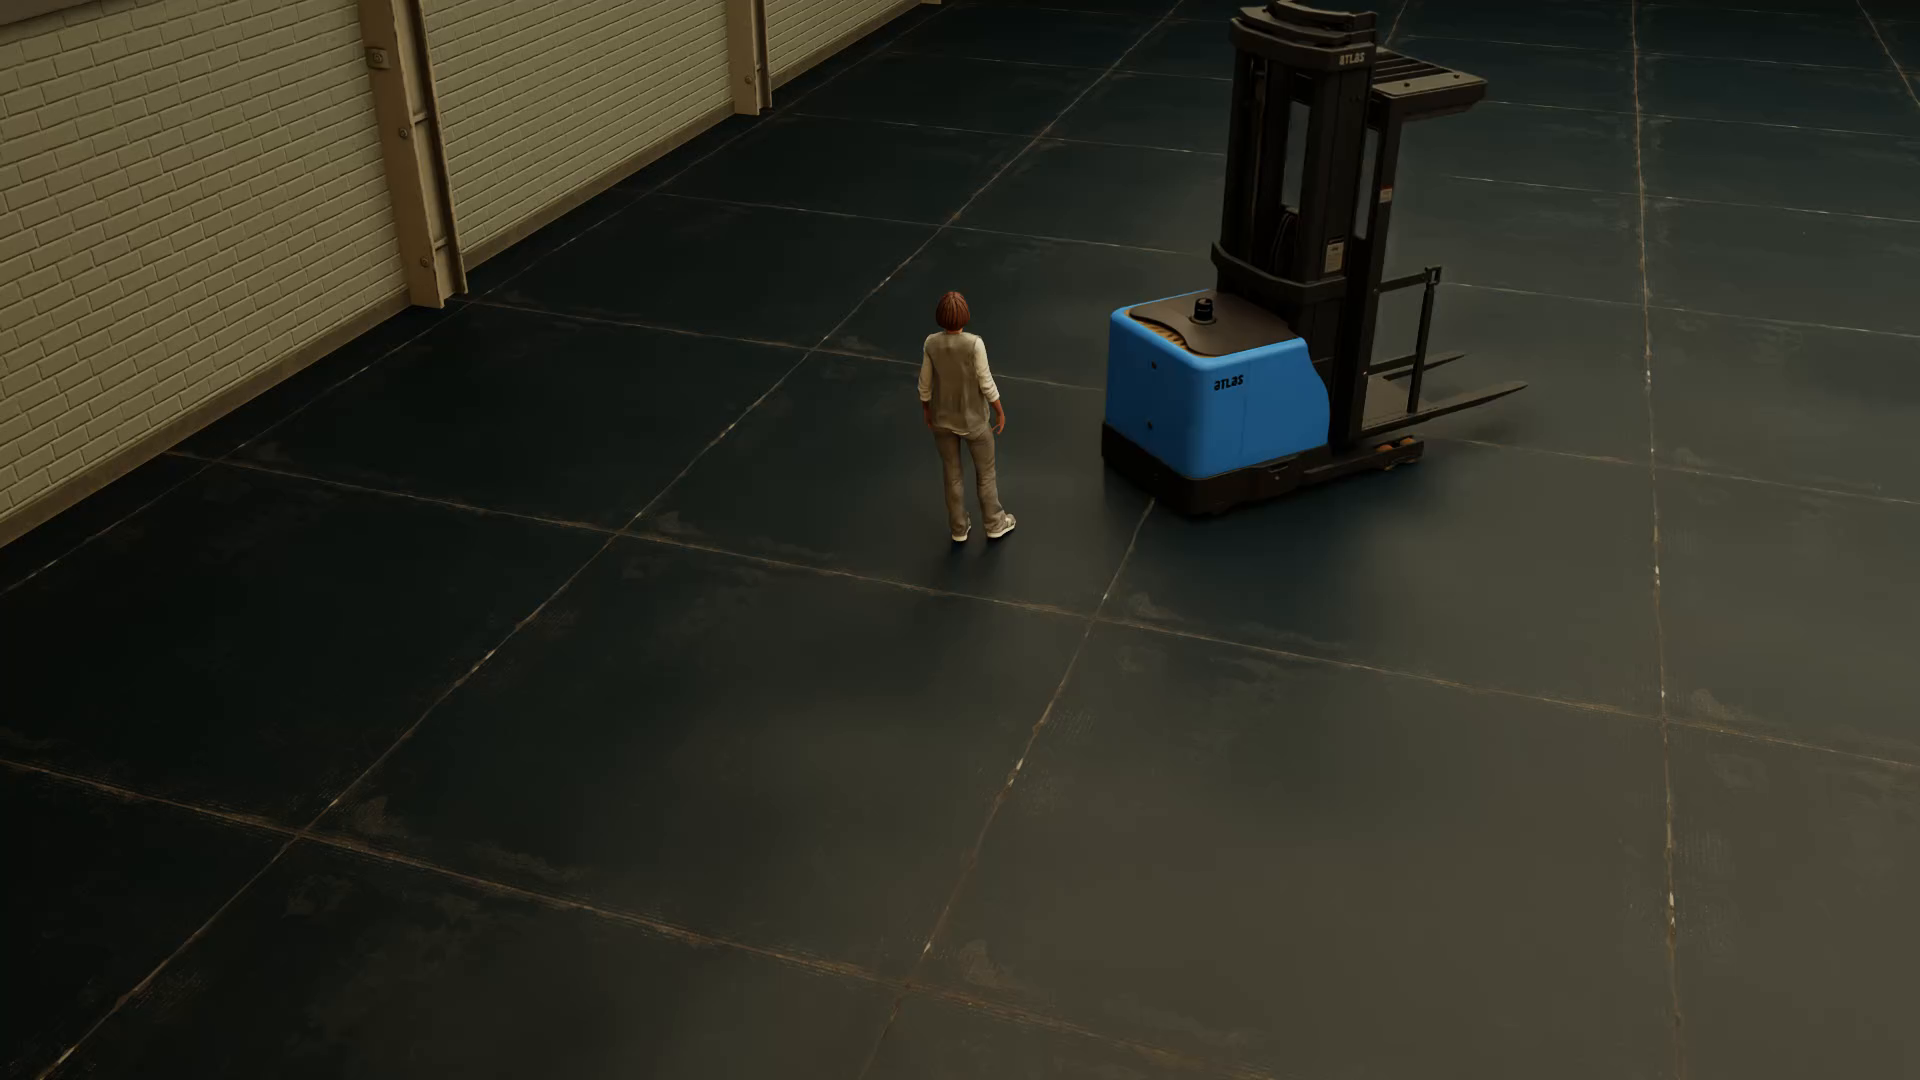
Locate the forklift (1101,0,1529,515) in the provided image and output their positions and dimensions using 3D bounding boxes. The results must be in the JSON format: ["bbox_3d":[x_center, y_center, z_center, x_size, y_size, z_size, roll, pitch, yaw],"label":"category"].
[{"bbox_3d":[2.470,-1.942,10.544,3.031,2.935,1.130,-15,33,-25],"label":"forklift"}]

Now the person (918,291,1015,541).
[{"bbox_3d":[0.038,-0.733,9.753,0.519,1.598,0.474,10,31,16],"label":"person"}]
